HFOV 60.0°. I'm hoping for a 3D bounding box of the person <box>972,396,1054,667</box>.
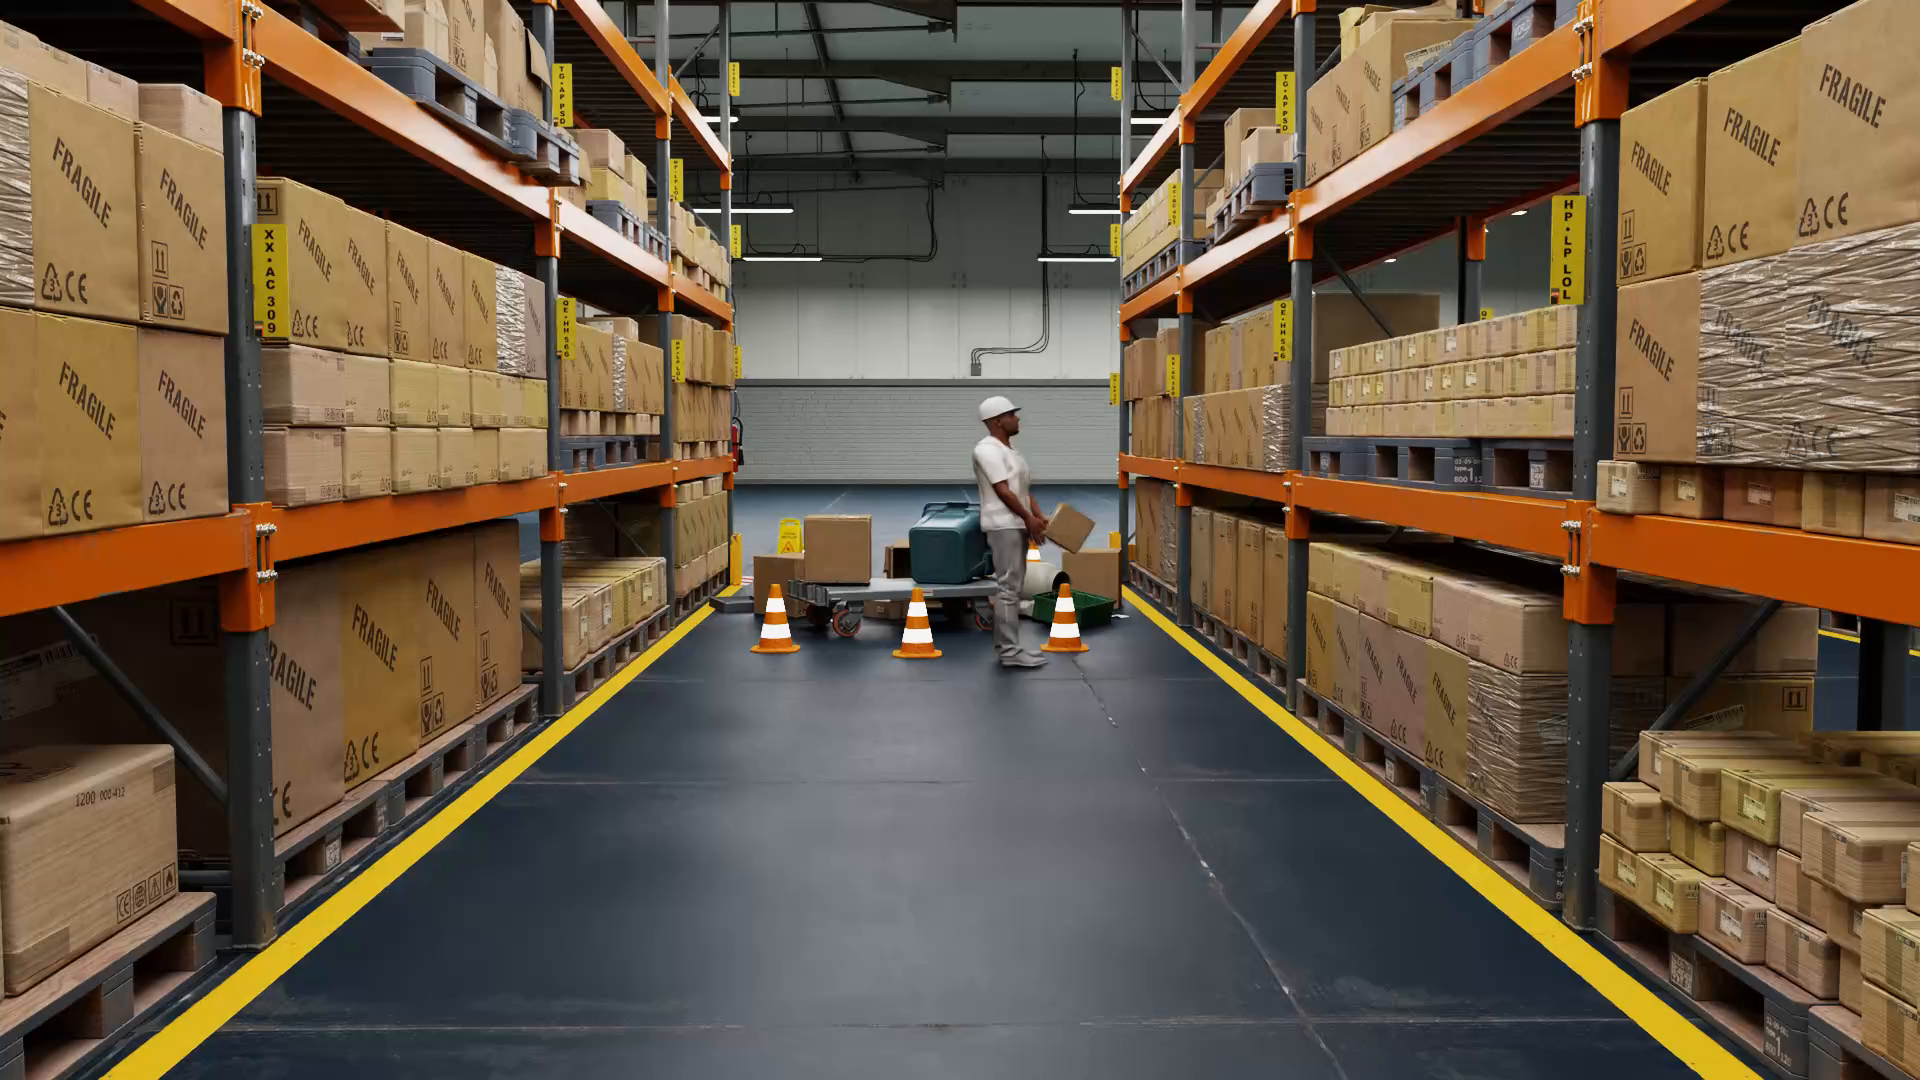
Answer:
[{"bbox_3d":[0.376,-0.067,11.021,0.531,1.771,0.545,1,4,17],"label":"person"}]
